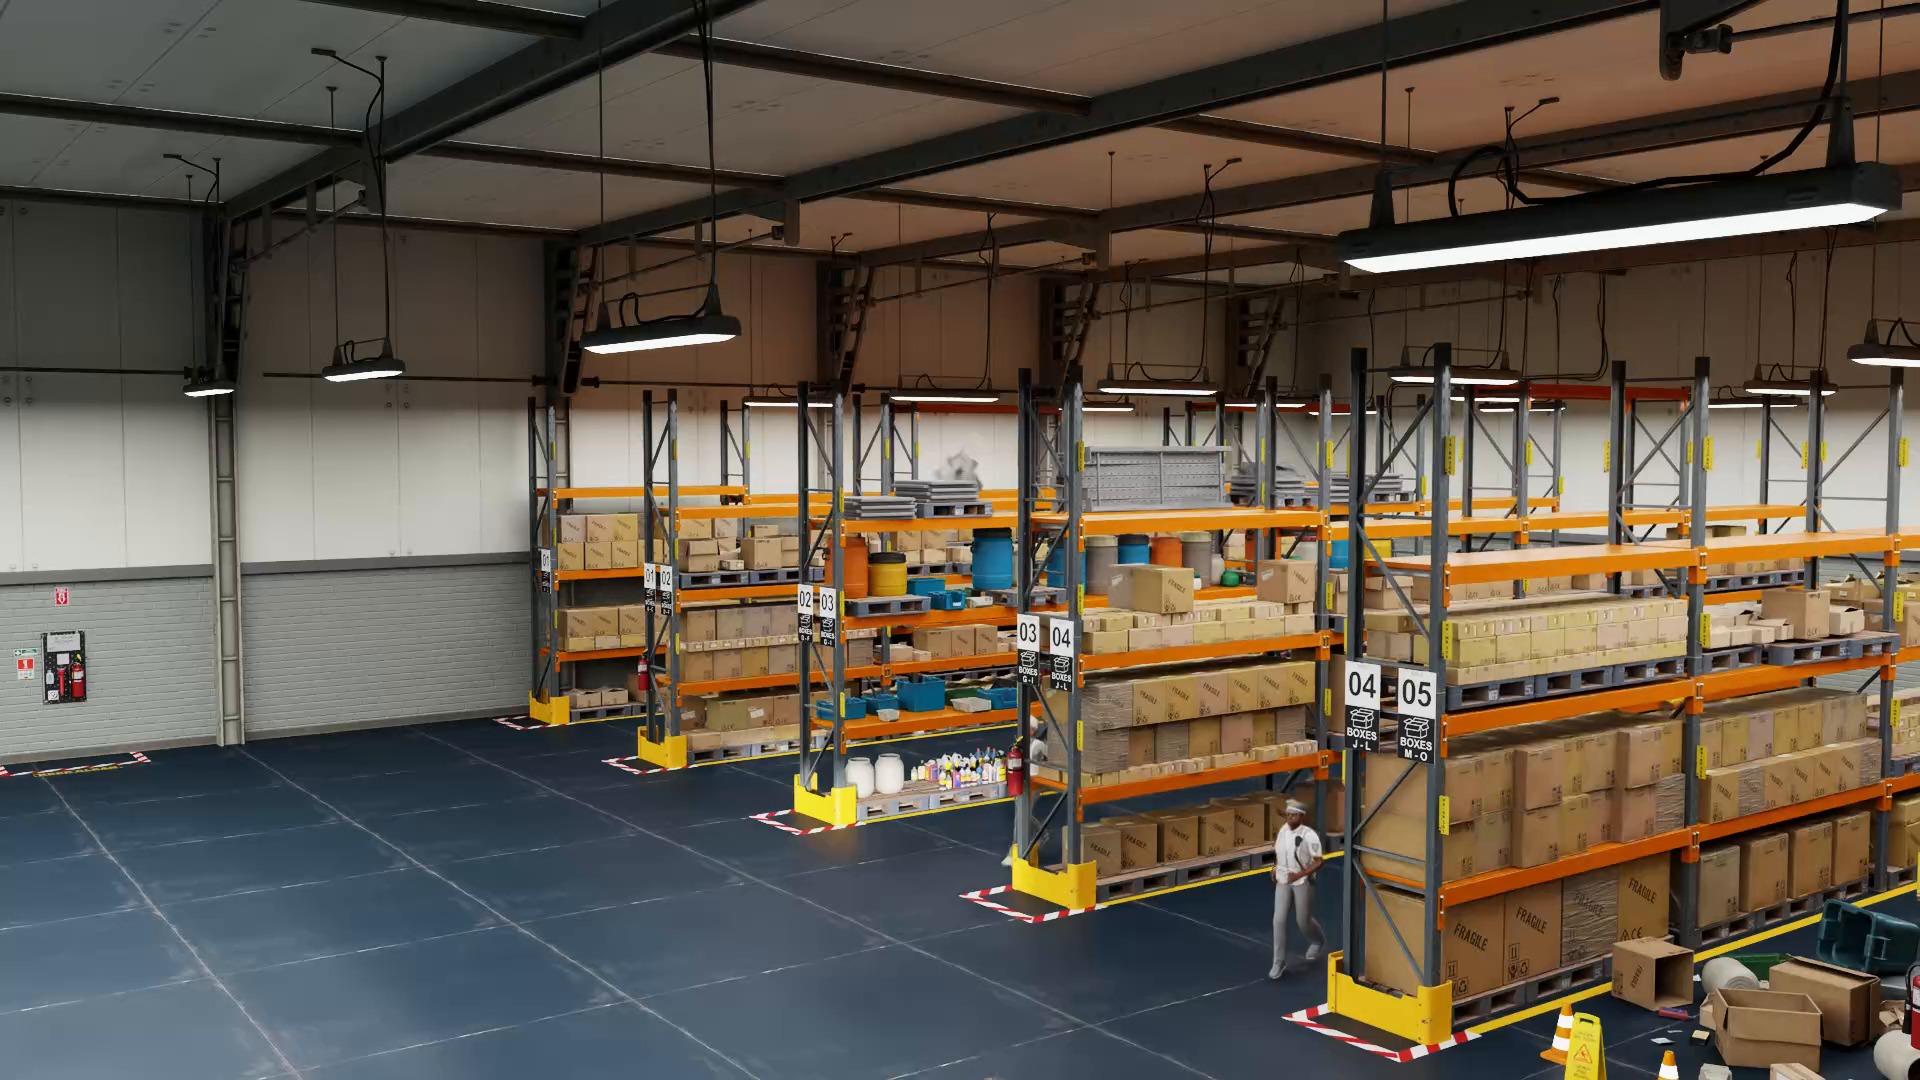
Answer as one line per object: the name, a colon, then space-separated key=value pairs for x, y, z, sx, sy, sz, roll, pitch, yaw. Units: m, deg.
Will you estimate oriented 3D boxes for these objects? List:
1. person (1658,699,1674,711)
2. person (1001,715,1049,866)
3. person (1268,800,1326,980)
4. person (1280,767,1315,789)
person: x=9.594 y=2.957 z=22.679 sx=0.589 sy=1.720 sz=0.692 roll=-3 pitch=5 yaw=-42
person: x=0.806 y=3.043 z=20.432 sx=0.888 sy=1.783 sz=0.657 roll=-3 pitch=4 yaw=-40
person: x=3.289 y=3.367 z=16.242 sx=0.592 sy=1.714 sz=0.847 roll=3 pitch=4 yaw=41
person: x=5.112 y=2.861 z=24.869 sx=0.757 sy=1.753 sz=0.597 roll=-3 pitch=5 yaw=-42
